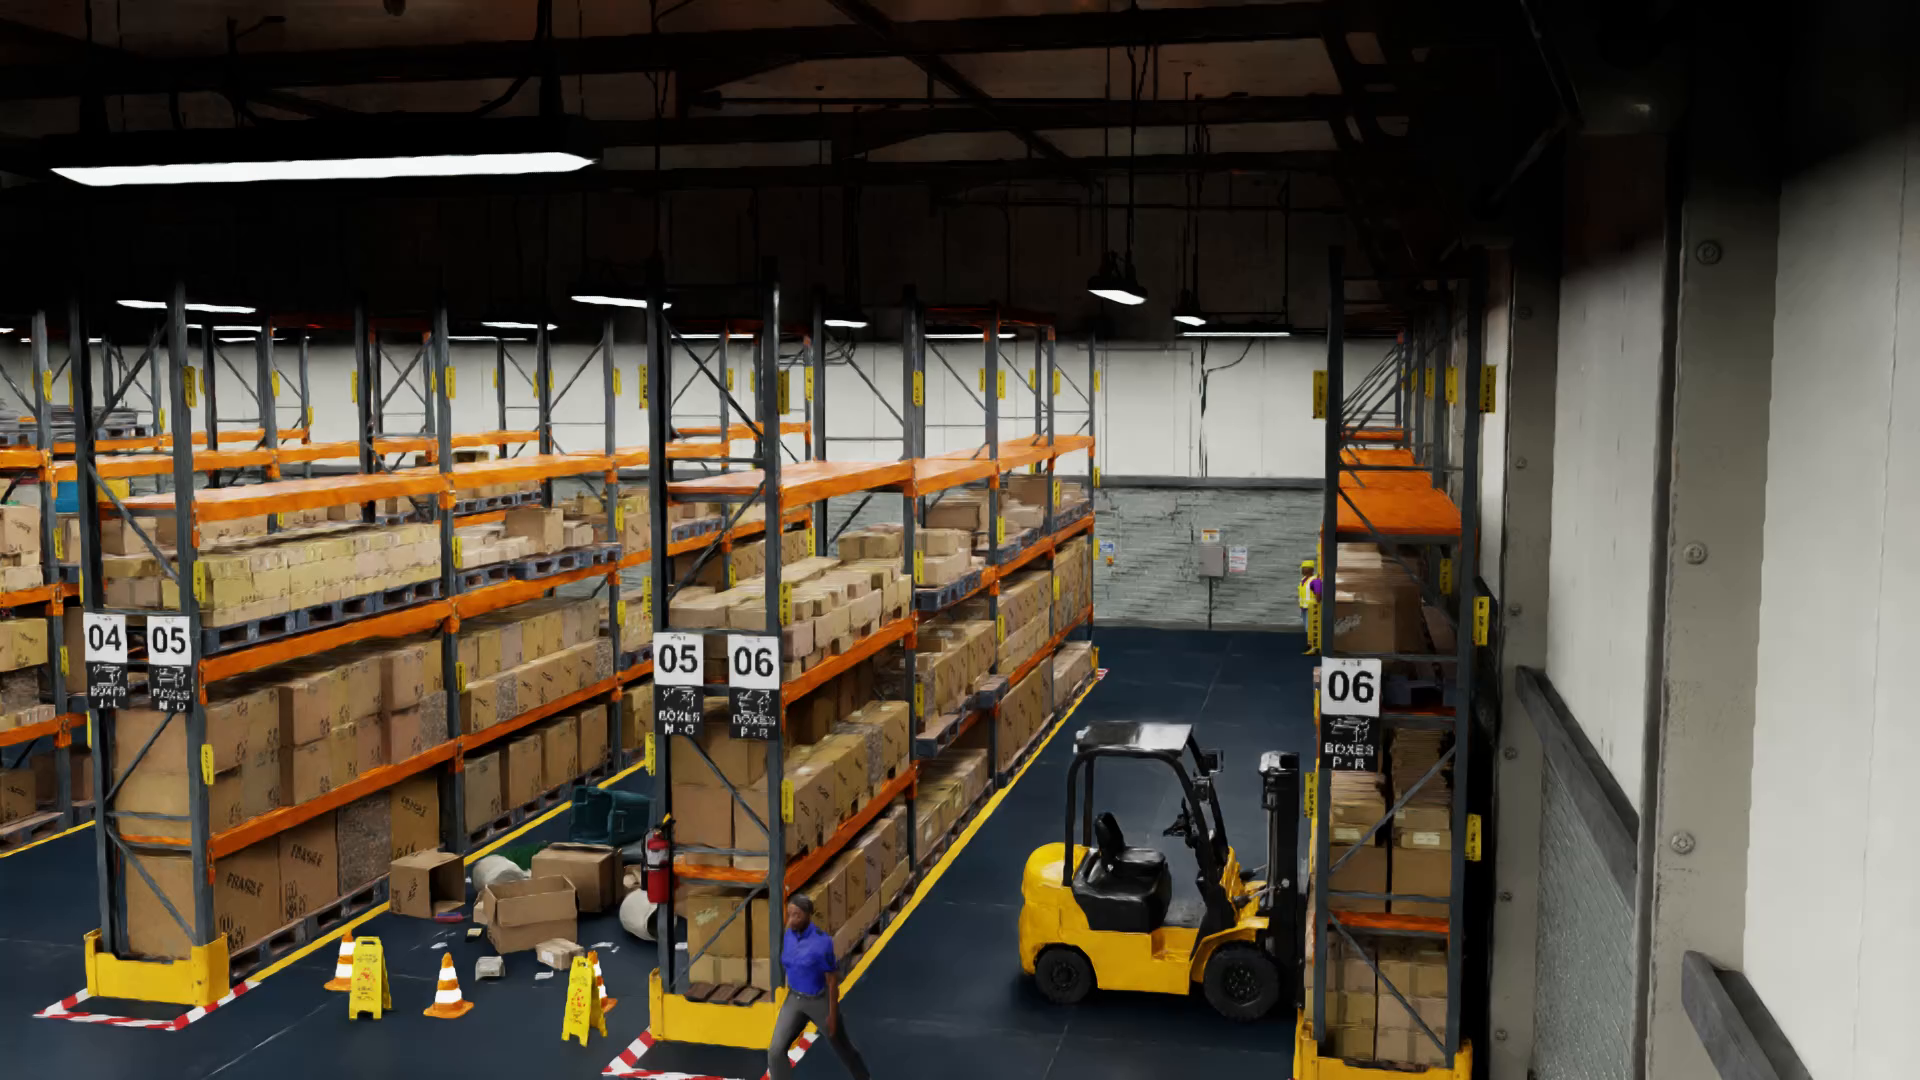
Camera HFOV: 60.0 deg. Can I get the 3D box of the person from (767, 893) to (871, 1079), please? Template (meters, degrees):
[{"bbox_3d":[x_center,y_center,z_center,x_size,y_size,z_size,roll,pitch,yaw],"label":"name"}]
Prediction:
[{"bbox_3d":[-0.994,3.203,11.560,0.505,1.591,0.939,4,7,34],"label":"person"}]

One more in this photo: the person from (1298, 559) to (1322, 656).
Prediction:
[{"bbox_3d":[6.403,1.232,30.134,0.459,1.760,0.706,-2,6,-19],"label":"person"}]
